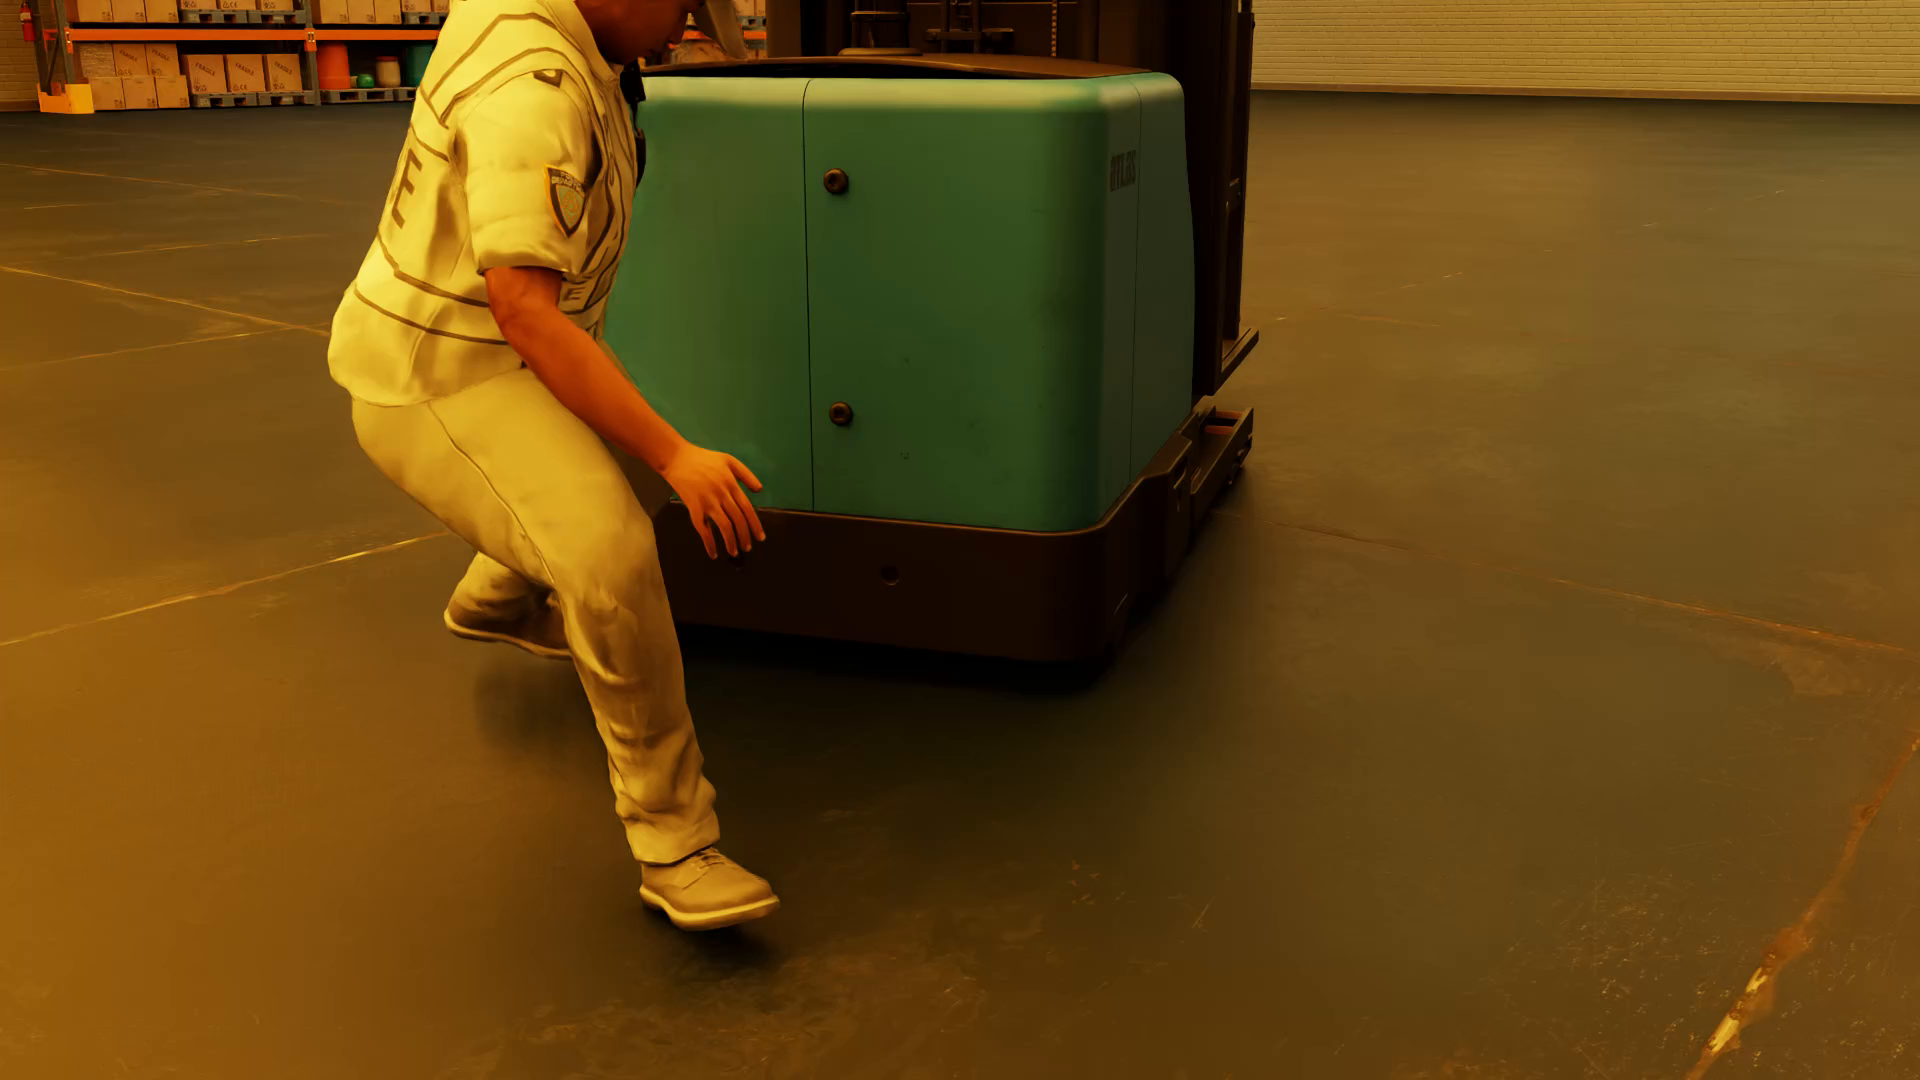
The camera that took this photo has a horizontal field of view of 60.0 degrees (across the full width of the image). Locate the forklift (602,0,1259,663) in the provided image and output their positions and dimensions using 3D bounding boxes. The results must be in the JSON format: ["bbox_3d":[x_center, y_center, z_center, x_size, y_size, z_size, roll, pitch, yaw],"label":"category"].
[{"bbox_3d":[0.182,-1.571,4.072,1.130,2.935,3.031,5,18,17],"label":"forklift"}]

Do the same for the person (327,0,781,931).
[{"bbox_3d":[-0.589,-0.261,2.462,0.687,1.370,1.169,0,17,-2],"label":"person"}]
